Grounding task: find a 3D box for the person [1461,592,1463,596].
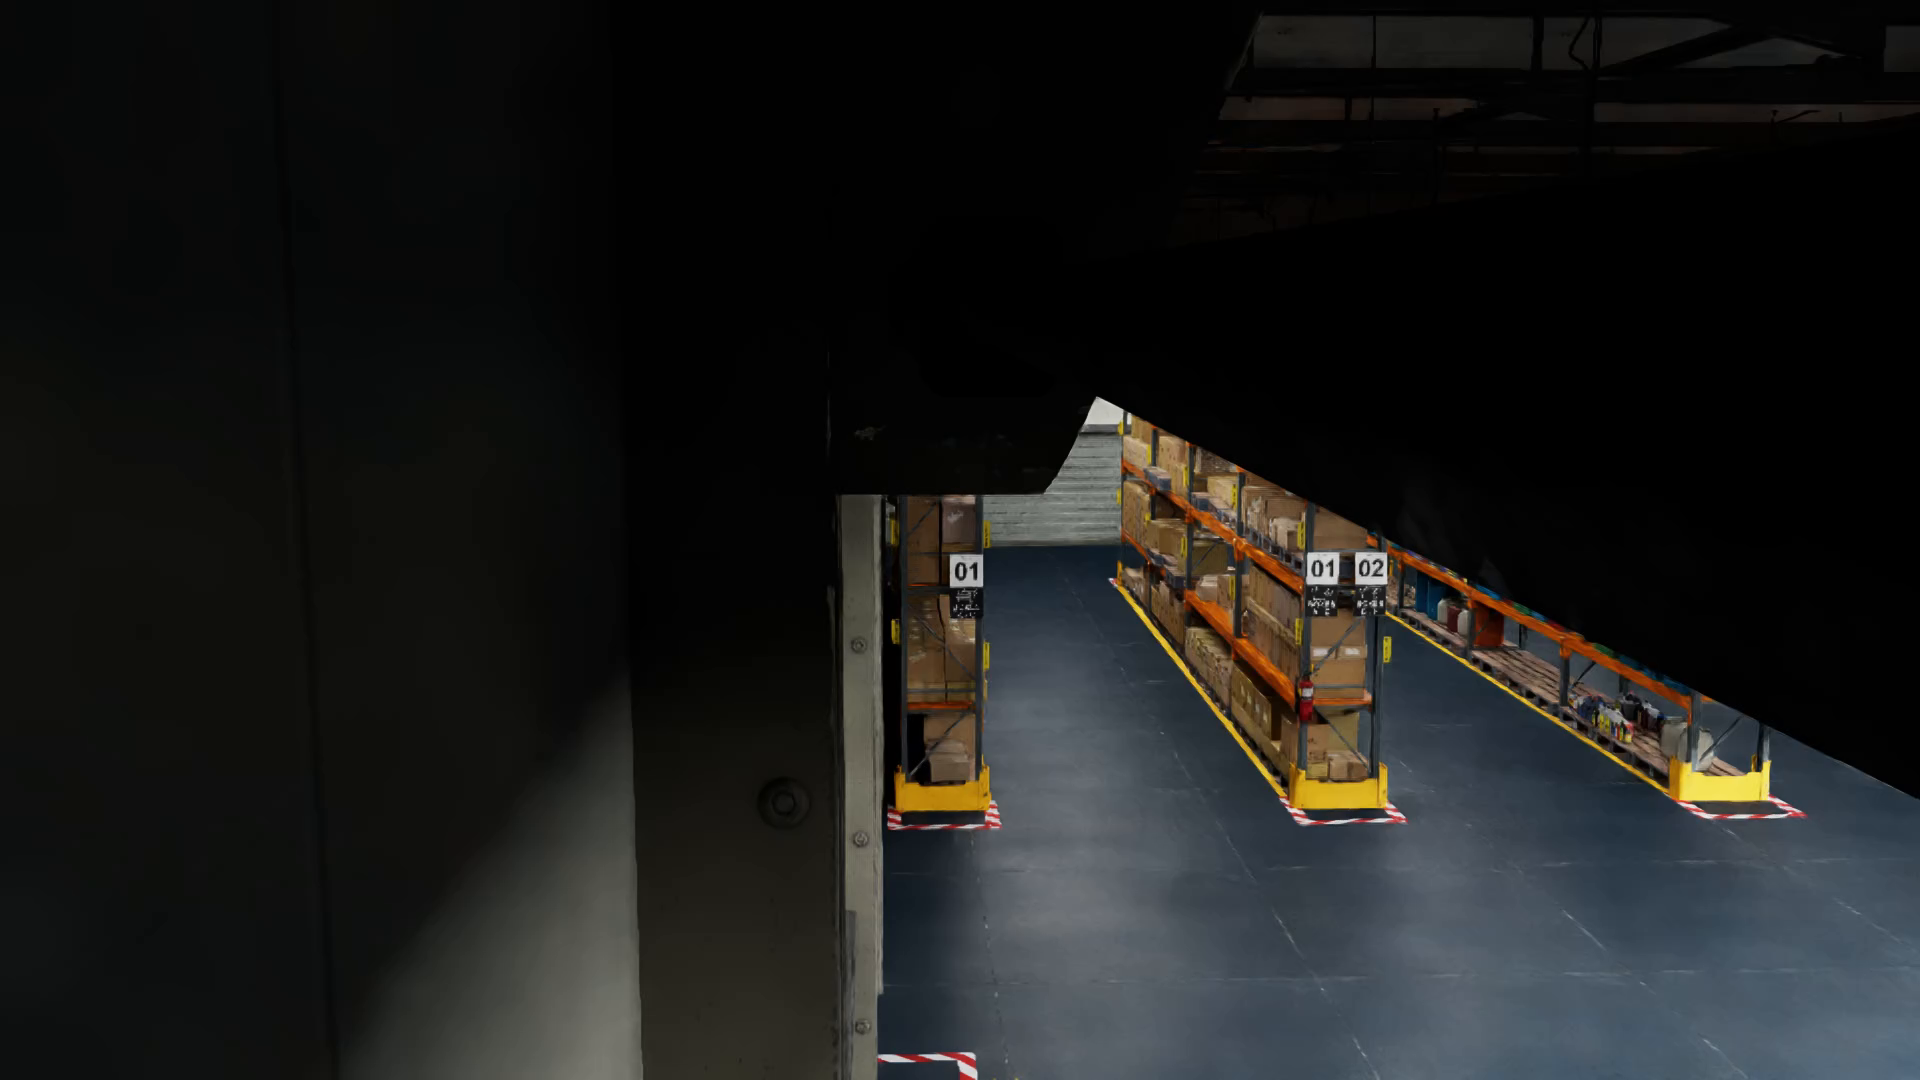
[{"bbox_3d":[10.181,0.457,33.759,0.440,1.785,0.701,-1,9,-10],"label":"person"}]
